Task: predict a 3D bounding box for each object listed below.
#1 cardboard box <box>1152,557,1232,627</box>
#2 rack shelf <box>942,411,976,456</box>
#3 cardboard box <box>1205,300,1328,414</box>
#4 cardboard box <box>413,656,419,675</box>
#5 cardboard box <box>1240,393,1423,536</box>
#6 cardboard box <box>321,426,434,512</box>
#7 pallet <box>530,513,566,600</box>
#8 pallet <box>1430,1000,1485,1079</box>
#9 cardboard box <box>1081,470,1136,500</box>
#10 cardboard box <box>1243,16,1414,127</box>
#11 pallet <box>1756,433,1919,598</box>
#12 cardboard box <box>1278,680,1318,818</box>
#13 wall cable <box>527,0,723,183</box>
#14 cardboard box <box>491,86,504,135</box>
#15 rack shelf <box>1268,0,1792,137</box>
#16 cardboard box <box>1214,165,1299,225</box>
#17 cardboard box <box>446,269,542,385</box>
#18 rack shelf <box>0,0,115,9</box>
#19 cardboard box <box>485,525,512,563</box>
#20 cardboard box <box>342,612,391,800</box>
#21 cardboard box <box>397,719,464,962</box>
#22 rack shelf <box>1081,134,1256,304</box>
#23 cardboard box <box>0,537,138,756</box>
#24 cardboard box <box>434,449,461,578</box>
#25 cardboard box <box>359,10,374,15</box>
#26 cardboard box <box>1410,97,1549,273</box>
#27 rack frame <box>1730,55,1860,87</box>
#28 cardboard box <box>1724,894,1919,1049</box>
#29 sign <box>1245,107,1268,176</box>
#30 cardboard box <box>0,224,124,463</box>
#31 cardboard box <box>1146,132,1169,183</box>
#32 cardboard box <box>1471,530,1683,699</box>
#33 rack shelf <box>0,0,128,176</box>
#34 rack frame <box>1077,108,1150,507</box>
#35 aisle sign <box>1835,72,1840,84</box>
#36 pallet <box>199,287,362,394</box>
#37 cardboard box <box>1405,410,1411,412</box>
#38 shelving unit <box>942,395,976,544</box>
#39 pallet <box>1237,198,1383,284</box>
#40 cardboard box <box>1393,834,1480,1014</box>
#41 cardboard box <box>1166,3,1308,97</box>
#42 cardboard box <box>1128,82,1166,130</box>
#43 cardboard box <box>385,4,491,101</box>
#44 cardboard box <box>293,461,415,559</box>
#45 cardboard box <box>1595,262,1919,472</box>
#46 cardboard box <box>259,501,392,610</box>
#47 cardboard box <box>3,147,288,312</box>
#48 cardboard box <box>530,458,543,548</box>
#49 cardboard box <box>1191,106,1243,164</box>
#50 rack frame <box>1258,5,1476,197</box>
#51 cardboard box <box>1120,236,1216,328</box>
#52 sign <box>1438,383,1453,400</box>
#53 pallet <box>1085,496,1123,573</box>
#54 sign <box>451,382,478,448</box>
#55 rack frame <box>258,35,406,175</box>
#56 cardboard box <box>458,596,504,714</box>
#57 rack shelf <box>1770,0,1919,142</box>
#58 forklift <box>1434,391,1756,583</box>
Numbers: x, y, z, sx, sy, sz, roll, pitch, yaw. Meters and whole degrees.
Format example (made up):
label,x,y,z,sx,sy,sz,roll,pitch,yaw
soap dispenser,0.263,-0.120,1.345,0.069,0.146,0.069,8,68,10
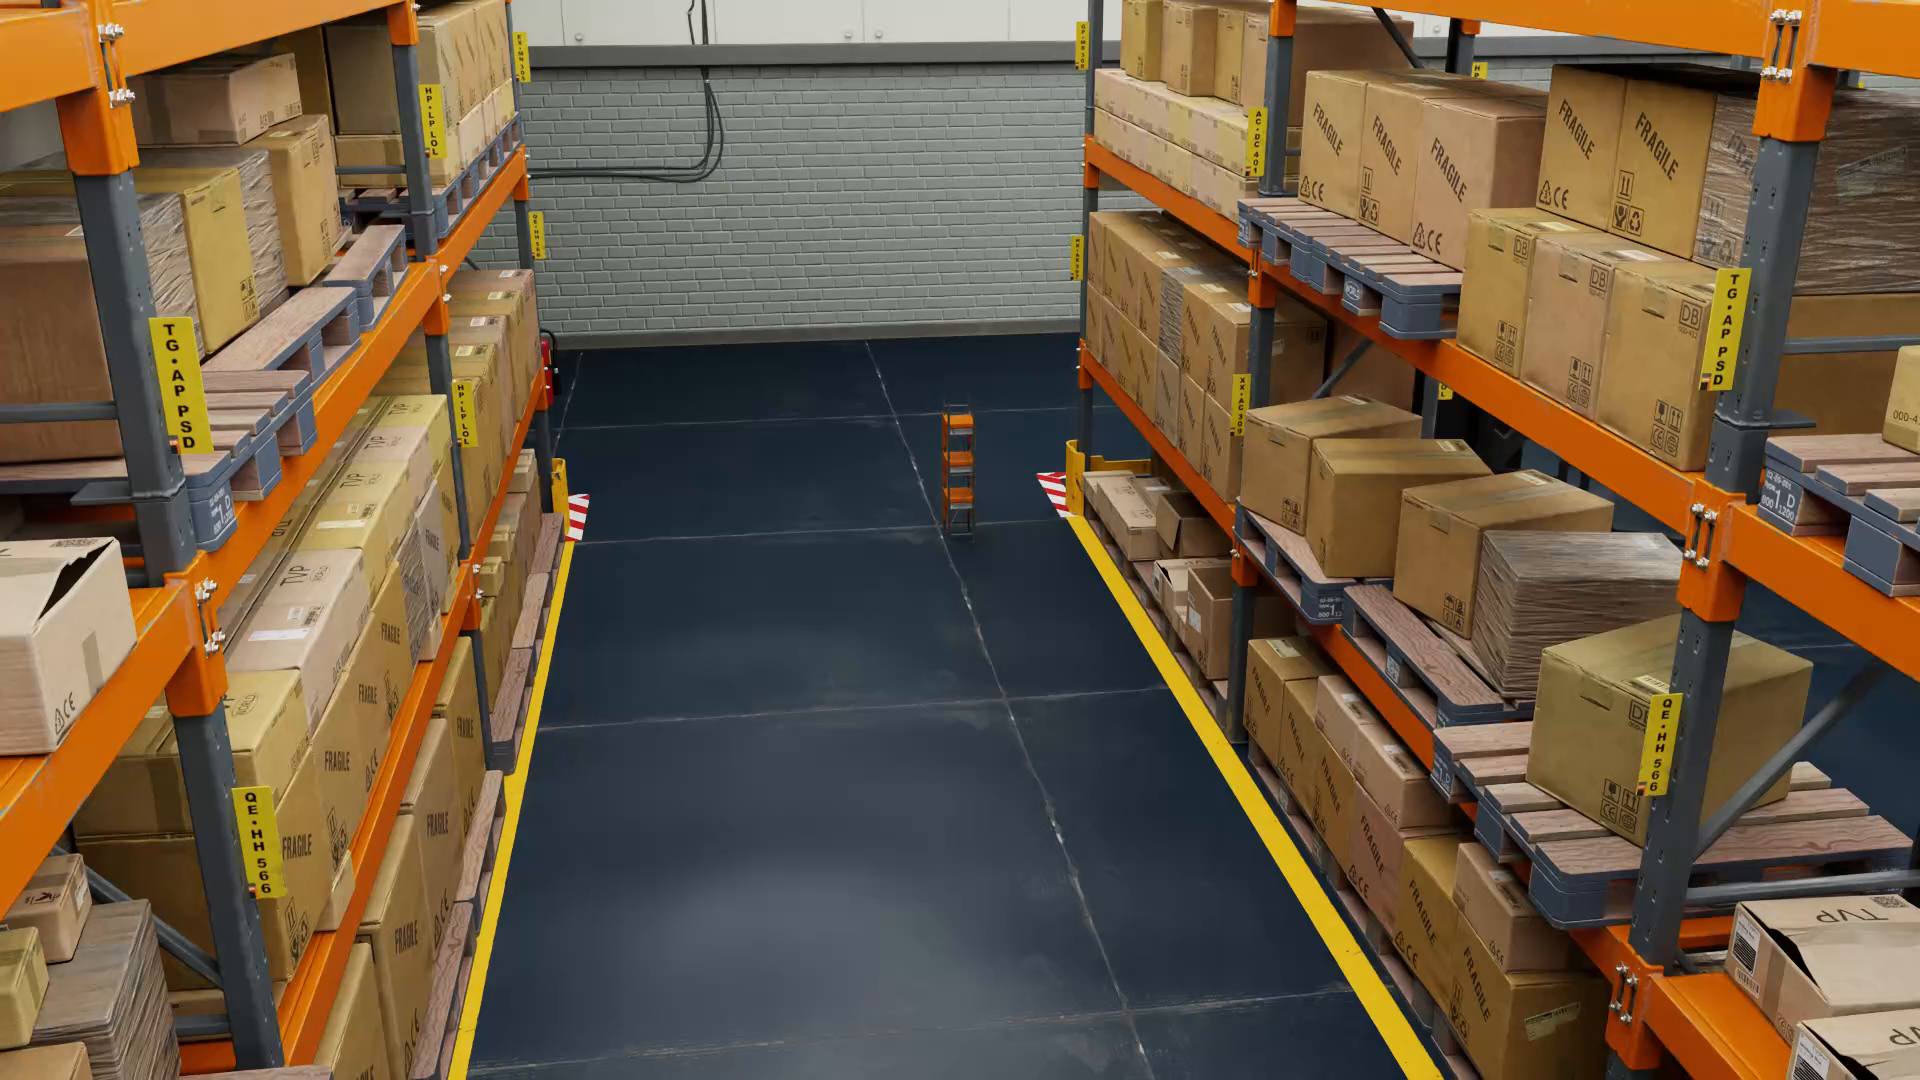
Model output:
label,x,y,z,sx,sy,sz,roll,pitch,yaw
cardboard box,1.509,0.294,10.357,0.500,0.311,0.500,-3,21,-8
rack shelf,-0.008,-0.766,11.986,0.215,0.259,0.240,-3,21,-8
cardboard box,1.651,-0.994,9.019,0.500,0.500,0.500,-3,21,-7
cardboard box,-2.474,0.500,6.922,0.380,0.149,0.250,-3,21,-8
cardboard box,1.827,-0.385,8.218,0.700,0.500,0.500,-10,23,-26
cardboard box,-2.537,-0.287,7.028,0.500,0.250,0.500,-2,21,-7
pallet,-3.305,0.128,11.571,1.003,0.211,1.213,-3,21,-8
pallet,2.486,2.114,6.255,1.003,0.211,1.213,-3,21,-8
cardboard box,1.124,-0.410,12.473,0.380,0.149,0.250,-3,21,-8
cardboard box,1.872,-2.404,8.506,0.700,0.500,0.500,-3,21,-8
pallet,2.743,-0.018,3.961,1.213,0.211,1.003,-2,21,-5
cardboard box,1.897,1.012,8.164,0.500,0.500,0.500,-3,21,-7
wall cable,-3.960,-4.783,16.599,3.097,2.526,0.112,-3,21,-8
cardboard box,-3.054,-2.609,10.099,0.500,0.250,0.500,-4,21,-10
rack shelf,2.268,-1.911,6.070,1.077,0.370,4.000,-3,21,-8
cardboard box,1.647,-1.807,8.694,0.500,0.250,0.500,-3,21,-8
cardboard box,-3.415,-1.415,11.290,0.980,0.700,0.700,-2,21,-5
rack shelf,-2.633,-1.785,5.351,0.919,0.052,3.809,-3,21,-8
cardboard box,-2.872,0.032,9.889,0.380,0.149,0.250,-4,21,-9
cardboard box,-2.298,0.589,5.756,0.500,0.500,0.500,-3,21,-8
cardboard box,-2.568,1.270,7.000,0.750,0.750,0.750,-2,21,-6
rack shelf,1.692,-2.078,10.233,1.077,0.370,4.000,-3,21,-8
cardboard box,-1.974,0.182,3.254,0.500,0.311,0.500,-3,21,-8
cardboard box,-2.605,-0.114,7.639,0.500,0.500,0.500,-3,21,-9
cardboard box,-3.425,-2.585,8.962,0.500,0.500,0.500,-4,21,-10
cardboard box,2.175,-1.373,6.432,0.600,0.600,0.600,-4,21,-10
rack frame,6.306,-4.761,12.102,1.000,3.000,0.127,-3,21,-8
cardboard box,2.566,1.238,4.743,0.500,0.311,0.500,-2,21,-4
sign,1.444,-1.934,8.082,0.100,0.325,0.005,-3,21,-8
cardboard box,-2.470,-0.501,4.212,0.700,0.500,0.500,-5,21,-12
cardboard box,1.437,-2.327,10.086,0.500,0.250,0.500,-3,21,-8
cardboard box,2.411,0.286,6.421,0.700,0.500,0.500,1,20,2
rack shelf,-2.056,-0.275,1.690,1.077,0.370,4.000,-3,21,-8
rack frame,1.403,-1.702,12.486,1.000,3.000,0.127,-3,21,-8
aisle sign,6.585,-3.208,12.803,0.394,0.787,0.004,-3,21,-8
pallet,-2.654,-0.605,5.532,1.003,0.211,1.213,-2,21,-5
cardboard box,2.176,-0.554,9.270,0.500,0.500,0.500,-2,21,-6
shelving unit,-0.008,-0.510,12.082,0.215,1.050,0.252,-3,21,-8
pallet,2.005,-1.405,7.672,1.213,0.211,1.003,-3,21,-8
cardboard box,2.115,1.542,6.746,0.500,0.500,0.500,-4,21,-10
cardboard box,1.640,-2.923,9.895,0.700,0.500,0.500,-3,21,-8
cardboard box,1.363,-2.734,10.462,0.500,0.250,0.500,-3,21,-8
cardboard box,-2.978,-2.787,9.503,0.500,0.500,0.500,-4,21,-10
cardboard box,-2.463,-0.110,6.555,0.500,0.250,0.500,-3,21,-7
cardboard box,2.460,-0.534,4.928,0.910,0.500,0.500,-3,21,-8
cardboard box,-2.389,0.066,6.083,0.500,0.250,0.500,-3,21,-9
cardboard box,-2.750,-1.048,5.676,0.700,0.500,0.500,-3,21,-8
cardboard box,-3.298,-0.239,11.542,0.700,0.500,0.500,-3,21,-8
cardboard box,1.572,-2.214,9.070,0.500,0.250,0.500,-3,21,-8
rack frame,1.980,-3.128,7.728,1.000,3.000,0.127,-3,21,-8
cardboard box,1.357,-1.696,10.899,0.500,0.500,0.500,-3,21,-7
sign,2.529,-0.889,8.654,0.100,0.325,0.005,-3,21,-8
pallet,1.530,-0.093,12.165,1.003,0.211,1.213,-3,21,-8
sign,-2.386,-0.602,7.999,0.100,0.325,0.005,-3,21,-8
rack frame,-2.918,-2.877,7.057,0.949,2.616,0.053,-3,21,-8
cardboard box,-2.928,0.644,9.177,0.700,0.500,0.500,-3,21,-7
rack shelf,2.845,-0.526,2.362,1.077,0.370,4.000,-3,21,-8
forklift,4.038,-1.254,11.385,3.031,2.935,1.130,11,23,28
